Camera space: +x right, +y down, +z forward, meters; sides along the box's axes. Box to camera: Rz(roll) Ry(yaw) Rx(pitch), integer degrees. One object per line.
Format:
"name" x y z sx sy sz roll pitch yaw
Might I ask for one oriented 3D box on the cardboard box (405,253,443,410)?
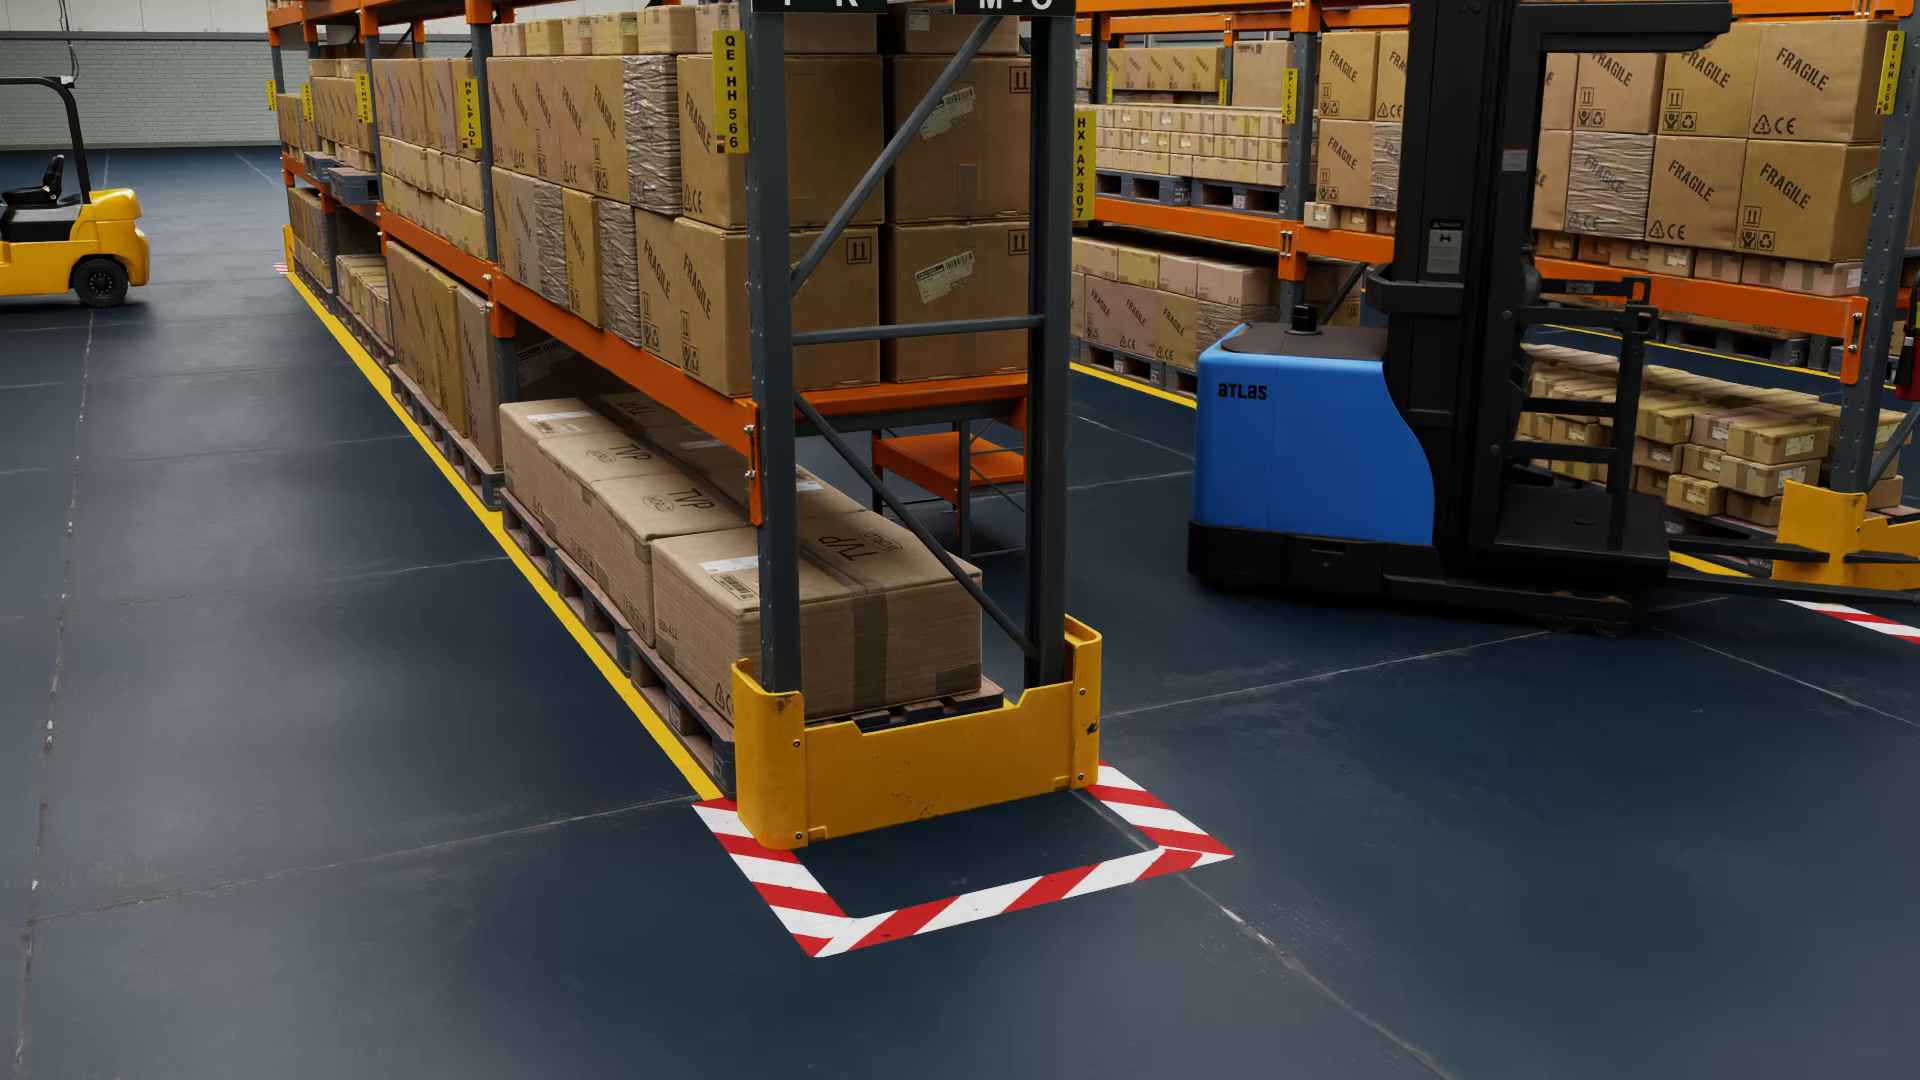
"cardboard box" -3.023 -1.382 10.719 0.875 0.875 0.875 -7 18 -24

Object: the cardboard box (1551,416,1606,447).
"cardboard box" 3.317 -0.570 8.668 0.380 0.149 0.250 -7 18 -24

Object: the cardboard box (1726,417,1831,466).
"cardboard box" 3.813 -0.462 7.752 0.380 0.149 0.250 -7 18 -24

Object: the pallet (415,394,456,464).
"pallet" -2.829 -0.757 10.507 1.003 0.211 1.213 -8 18 -25

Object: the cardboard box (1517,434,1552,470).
"cardboard box" 3.223 -0.494 8.941 0.380 0.149 0.250 -7 18 -24

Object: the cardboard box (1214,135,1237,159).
"cardboard box" 1.946 -2.662 11.243 0.380 0.149 0.250 -7 17 -22

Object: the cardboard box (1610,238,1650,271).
"cardboard box" 3.456 -1.426 8.237 0.380 0.149 0.250 -9 18 -27

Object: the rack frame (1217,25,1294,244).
"rack frame" 3.519 -4.794 19.518 1.000 3.000 0.127 -8 18 -25

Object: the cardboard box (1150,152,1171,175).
"cardboard box" 1.595 -2.714 11.965 0.380 0.149 0.250 -7 17 -22

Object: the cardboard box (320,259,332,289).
"cardboard box" -5.890 -2.591 16.064 0.500 0.250 0.500 -7 17 -22

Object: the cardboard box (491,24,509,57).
"cardboard box" -1.980 -2.343 7.809 0.380 0.149 0.250 -8 18 -26

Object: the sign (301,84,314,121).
"sign" -5.874 -3.945 14.990 0.100 0.325 0.005 -8 18 -25

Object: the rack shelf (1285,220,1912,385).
"rack shelf" 3.397 -1.394 8.975 1.077 0.370 4.000 -8 18 -25

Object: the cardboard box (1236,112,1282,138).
"cardboard box" 2.051 -2.745 10.995 0.380 0.149 0.250 -8 18 -27

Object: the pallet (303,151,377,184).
"pallet" -5.186 -3.297 14.649 1.003 0.211 1.213 -8 18 -25

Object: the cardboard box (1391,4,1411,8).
"cardboard box" 4.613 -5.381 16.399 0.500 0.250 0.500 -8 18 -25

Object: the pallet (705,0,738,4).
"pallet" -2.402 -6.428 19.935 1.003 0.211 1.213 -8 18 -25

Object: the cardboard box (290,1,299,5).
"cardboard box" -6.240 -5.216 16.005 0.380 0.149 0.250 -7 17 -23

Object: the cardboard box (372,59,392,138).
"cardboard box" -3.641 -2.981 11.208 0.500 0.500 0.500 -8 18 -27

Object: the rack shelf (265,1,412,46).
"rack shelf" -6.266 -5.188 16.758 1.077 0.370 4.000 -8 18 -25

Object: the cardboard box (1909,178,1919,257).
"cardboard box" 4.324 -1.580 7.597 0.500 0.500 0.500 -7 17 -22

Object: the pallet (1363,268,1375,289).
"pallet" 4.930 -2.656 17.122 1.003 0.211 1.213 -8 18 -25

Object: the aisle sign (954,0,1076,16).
"aisle sign" 0.160 -1.888 4.677 0.394 0.787 0.004 -8 18 -25

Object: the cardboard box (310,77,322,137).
"cardboard box" -5.442 -3.838 14.706 0.500 0.500 0.500 -7 18 -24

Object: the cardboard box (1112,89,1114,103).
"cardboard box" 2.309 -5.728 22.051 0.875 0.500 0.500 -8 18 -25

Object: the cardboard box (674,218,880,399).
"cardboard box" -0.582 -0.756 5.268 0.500 0.500 0.500 -8 18 -25

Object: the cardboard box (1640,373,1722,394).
"cardboard box" 3.828 -0.786 8.879 0.380 0.149 0.250 -7 17 -23

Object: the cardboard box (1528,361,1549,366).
"cardboard box" 3.074 -0.918 9.341 0.380 0.149 0.250 -8 18 -27

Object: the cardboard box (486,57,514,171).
"cardboard box" -1.894 -1.994 7.767 0.500 0.500 0.500 -8 18 -25

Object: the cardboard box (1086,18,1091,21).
"cardboard box" 1.976 -6.878 21.613 0.500 0.250 0.500 -8 18 -26

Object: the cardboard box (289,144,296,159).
"cardboard box" -6.943 -4.153 17.741 0.380 0.149 0.250 -7 18 -24

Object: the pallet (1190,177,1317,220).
"pallet" 2.316 -2.351 11.352 1.003 0.211 1.213 -8 18 -25

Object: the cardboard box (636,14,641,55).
"cardboard box" -0.916 -1.781 5.848 0.380 0.149 0.250 -8 18 -25

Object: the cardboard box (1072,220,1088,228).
"cardboard box" 0.582 -2.510 14.877 1.050 0.750 0.750 -8 18 -26

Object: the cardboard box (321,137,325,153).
"cardboard box" -5.432 -3.502 14.711 0.380 0.149 0.250 -7 18 -24

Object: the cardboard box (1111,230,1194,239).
"cardboard box" 1.534 -2.327 13.331 0.500 0.250 0.500 -7 18 -24

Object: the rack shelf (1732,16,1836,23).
"rack shelf" 8.847 -5.992 19.561 1.077 0.370 4.000 -8 18 -25

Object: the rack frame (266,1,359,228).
"rack frame" -7.142 -4.588 18.801 1.000 3.000 0.127 -8 18 -25

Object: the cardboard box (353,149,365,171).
"cardboard box" -4.326 -2.853 12.449 0.380 0.149 0.250 -8 18 -25

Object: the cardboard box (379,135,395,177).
"cardboard box" -3.637 -2.617 11.298 0.500 0.250 0.500 -8 18 -25

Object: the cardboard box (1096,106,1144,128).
"cardboard box" 1.256 -3.196 12.567 0.380 0.149 0.250 -7 17 -22

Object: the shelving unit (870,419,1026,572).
"shelving unit" 0.003 -0.539 8.090 0.538 1.125 1.048 -8 18 -25

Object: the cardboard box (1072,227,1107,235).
"cardboard box" 0.853 -2.388 13.546 0.500 0.250 0.500 -9 18 -27

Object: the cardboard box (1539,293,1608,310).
"cardboard box" 5.938 -2.587 14.918 1.225 0.875 0.875 -8 18 -25

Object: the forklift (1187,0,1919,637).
"forklift" 2.597 -1.174 7.029 3.031 2.935 1.130 6 17 19

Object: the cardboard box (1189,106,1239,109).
"cardboard box" 1.959 -3.208 12.606 0.380 0.149 0.250 -7 17 -22

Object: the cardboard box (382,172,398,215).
"cardboard box" -3.649 -2.381 11.380 0.500 0.250 0.500 -8 18 -26

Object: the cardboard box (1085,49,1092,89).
"cardboard box" 1.975 -6.163 21.756 0.500 0.500 0.500 -8 18 -25

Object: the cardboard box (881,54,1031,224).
"cardboard box" -0.087 -1.303 5.359 0.500 0.500 0.500 -8 18 -26

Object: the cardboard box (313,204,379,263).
"cardboard box" -5.890 -2.951 15.961 0.500 0.500 0.500 -8 18 -26

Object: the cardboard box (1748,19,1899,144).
"cardboard box" 3.849 -1.999 7.246 0.500 0.500 0.500 -8 18 -26

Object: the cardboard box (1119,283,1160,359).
"cardboard box" 1.524 -1.644 12.313 0.500 0.500 0.500 -8 18 -26

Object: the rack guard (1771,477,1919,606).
"rack guard" 4.240 -0.061 7.558 1.175 0.500 0.348 -8 18 -25

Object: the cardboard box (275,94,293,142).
"cardboard box" -7.184 -4.628 18.220 0.500 0.500 0.500 -8 18 -26
